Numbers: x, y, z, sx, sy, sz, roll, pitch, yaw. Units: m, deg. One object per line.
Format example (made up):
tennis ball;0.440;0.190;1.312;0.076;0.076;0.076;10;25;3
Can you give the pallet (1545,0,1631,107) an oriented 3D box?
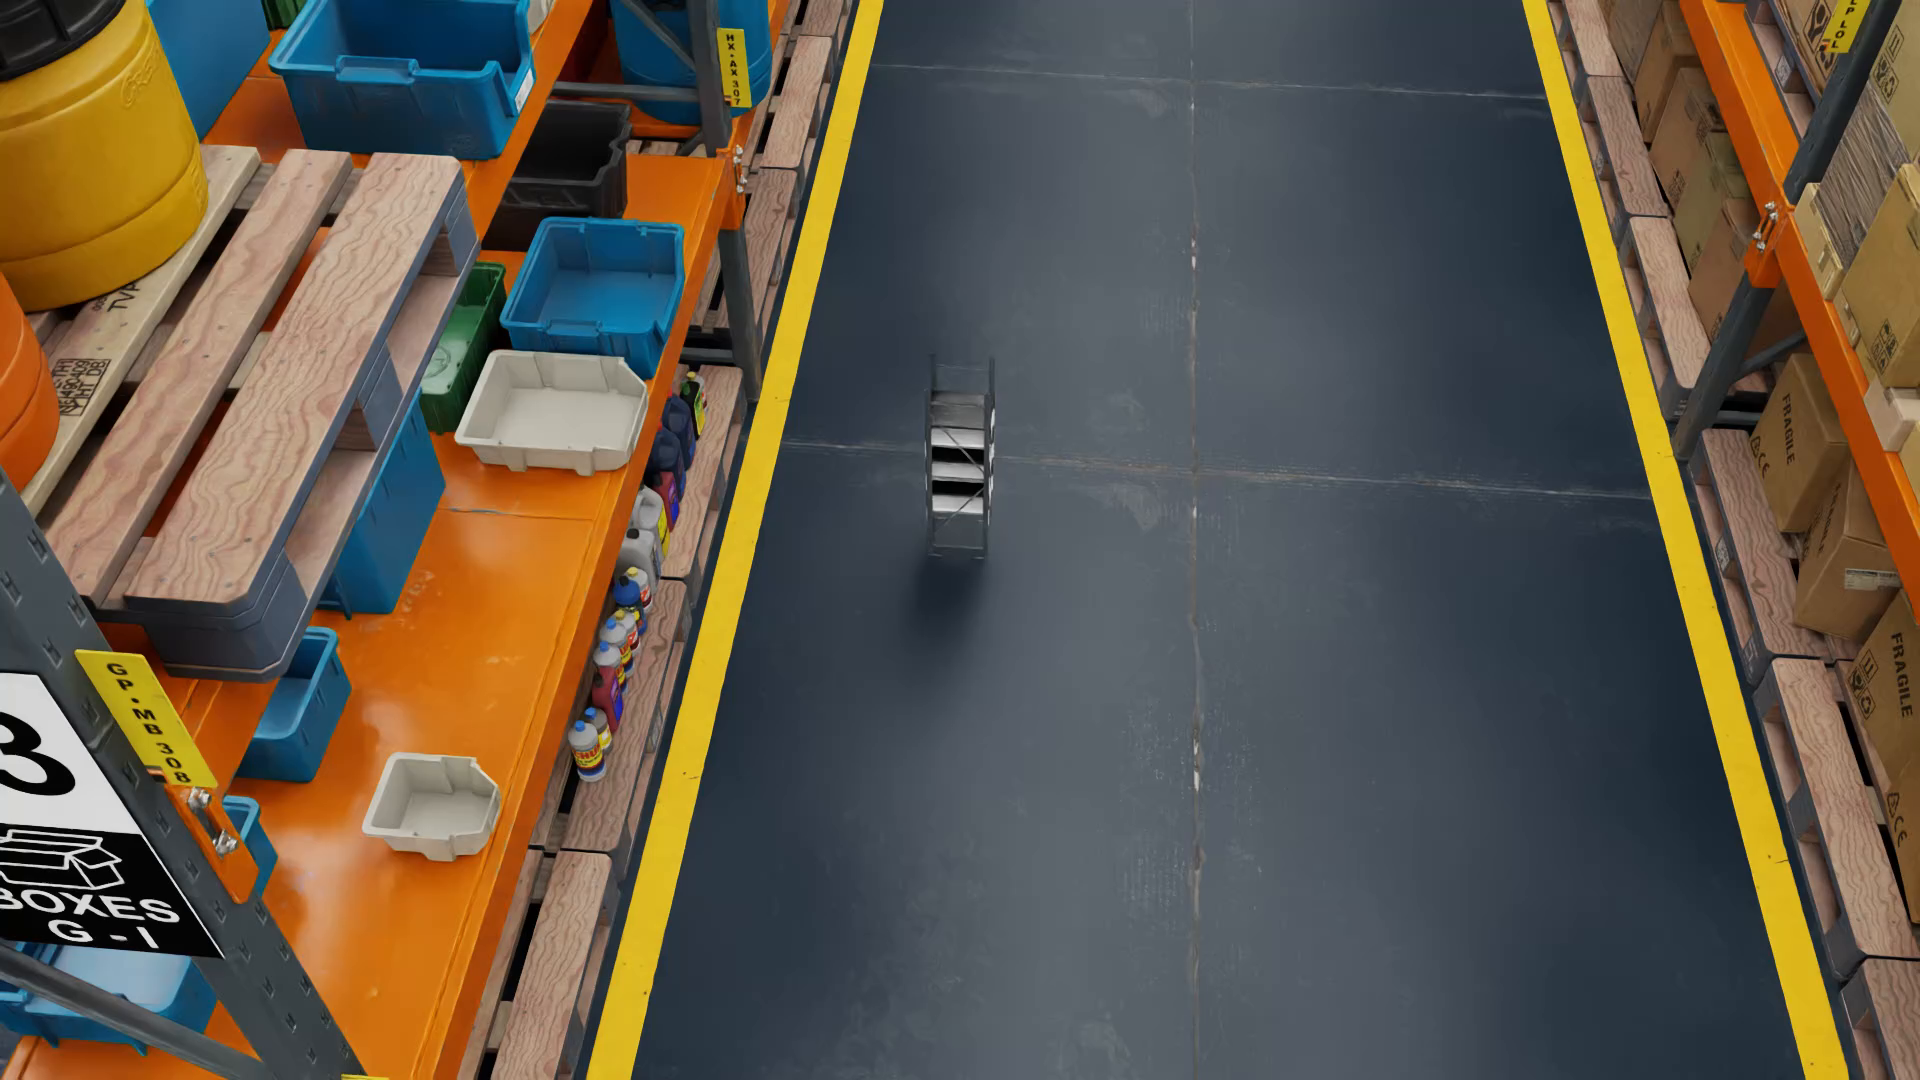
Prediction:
pallet;3.843;-2.786;9.181;1.003;0.211;1.213;4;48;4

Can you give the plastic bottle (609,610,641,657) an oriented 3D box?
plastic bottle;-1.221;0.330;6.039;0.097;0.201;0.097;0;48;0

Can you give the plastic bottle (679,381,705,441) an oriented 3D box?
plastic bottle;-1.096;-0.551;6.790;0.061;0.283;0.133;6;48;5

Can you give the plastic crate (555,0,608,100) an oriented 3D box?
plastic crate;-1.642;-2.093;6.614;0.402;0.464;0.583;4;48;4

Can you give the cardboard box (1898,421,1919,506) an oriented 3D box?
cardboard box;3.143;-0.219;5.114;0.380;0.149;0.250;4;48;4

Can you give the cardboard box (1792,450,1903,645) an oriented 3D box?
cardboard box;3.430;0.052;6.105;0.500;0.500;0.500;18;50;16

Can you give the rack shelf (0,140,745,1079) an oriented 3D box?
rack shelf;-1.563;0.017;5.215;1.077;0.370;4.000;4;48;4

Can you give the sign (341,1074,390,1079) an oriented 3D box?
sign;-1.198;1.191;3.466;0.100;0.325;0.005;4;48;4

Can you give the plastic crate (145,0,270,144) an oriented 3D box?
plastic crate;-1.872;-1.184;3.805;0.392;0.384;0.575;4;48;4

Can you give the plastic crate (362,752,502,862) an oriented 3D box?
plastic crate;-1.344;0.697;4.284;0.298;0.136;0.250;4;48;4

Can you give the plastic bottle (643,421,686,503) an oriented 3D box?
plastic bottle;-1.170;-0.316;6.529;0.144;0.351;0.185;2;48;2

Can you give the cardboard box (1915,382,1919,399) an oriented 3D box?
cardboard box;3.423;-0.431;4.868;0.875;0.500;0.500;4;48;4

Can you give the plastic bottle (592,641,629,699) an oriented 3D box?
plastic bottle;-1.239;0.453;5.879;0.097;0.271;0.097;0;48;0

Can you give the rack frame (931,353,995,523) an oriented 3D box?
rack frame;0.010;-0.384;6.518;0.240;0.900;0.006;4;48;4

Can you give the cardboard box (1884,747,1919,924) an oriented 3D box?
cardboard box;3.357;0.921;5.310;0.500;0.500;0.500;8;48;7

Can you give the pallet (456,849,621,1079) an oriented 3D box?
pallet;-1.706;1.530;5.234;1.003;0.211;1.213;4;48;4

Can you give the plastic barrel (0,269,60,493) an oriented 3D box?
plastic barrel;-1.828;-0.421;2.519;0.600;0.830;0.708;4;48;4

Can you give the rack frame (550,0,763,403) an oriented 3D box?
rack frame;-1.381;-1.695;6.294;1.000;3.000;0.127;4;48;4

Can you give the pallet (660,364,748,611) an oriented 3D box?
pallet;-1.484;-0.263;6.874;1.003;0.211;1.213;4;48;4

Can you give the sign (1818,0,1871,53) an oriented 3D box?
sign;2.998;-1.788;5.594;0.100;0.325;0.005;4;48;4

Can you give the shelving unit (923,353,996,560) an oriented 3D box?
shelving unit;0.001;-0.310;6.449;0.258;0.900;0.210;4;48;4

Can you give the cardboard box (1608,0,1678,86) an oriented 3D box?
cardboard box;3.837;-2.704;8.612;0.700;0.500;0.500;0;48;0

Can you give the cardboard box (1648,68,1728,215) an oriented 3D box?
cardboard box;3.741;-1.877;7.856;0.700;0.500;0.500;0;48;0

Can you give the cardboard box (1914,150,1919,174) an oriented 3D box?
cardboard box;3.213;-1.153;4.850;0.500;0.500;0.500;4;48;4

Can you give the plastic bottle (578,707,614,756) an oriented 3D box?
plastic bottle;-1.261;0.653;5.745;0.097;0.201;0.097;0;48;0

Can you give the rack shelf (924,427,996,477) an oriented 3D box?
rack shelf;0.001;-0.348;6.408;0.258;0.077;0.200;4;48;4

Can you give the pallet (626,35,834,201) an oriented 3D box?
pallet;-1.240;-2.233;8.675;1.003;0.211;1.213;4;48;4

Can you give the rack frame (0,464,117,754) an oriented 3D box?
rack frame;-1.746;-0.781;1.392;1.000;3.000;0.127;4;48;4

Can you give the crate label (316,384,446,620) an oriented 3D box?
crate label;-1.847;-0.139;4.846;0.502;0.435;0.616;4;48;4

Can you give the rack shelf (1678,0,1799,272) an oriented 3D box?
rack shelf;3.733;-2.589;7.599;1.077;0.370;4.000;4;48;4

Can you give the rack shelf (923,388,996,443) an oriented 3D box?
rack shelf;0.001;-0.469;6.275;0.258;0.077;0.200;4;48;4

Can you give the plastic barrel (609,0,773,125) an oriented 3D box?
plastic barrel;-1.044;-2.128;6.350;0.600;0.901;0.708;4;48;4

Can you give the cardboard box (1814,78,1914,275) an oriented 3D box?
cardboard box;3.449;-1.170;5.544;0.875;0.500;0.500;4;48;4

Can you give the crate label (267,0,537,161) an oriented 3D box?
crate label;-1.246;-1.071;3.791;0.502;0.251;0.408;4;48;4

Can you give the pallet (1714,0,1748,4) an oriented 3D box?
pallet;3.776;-2.779;7.415;1.003;0.211;1.213;4;48;4

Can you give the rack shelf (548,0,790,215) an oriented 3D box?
rack shelf;-1.199;-2.922;7.903;1.077;0.370;4.000;4;48;4

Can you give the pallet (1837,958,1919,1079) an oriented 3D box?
pallet;3.303;1.868;4.925;1.003;0.211;1.213;4;48;4

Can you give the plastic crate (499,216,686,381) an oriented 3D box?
plastic crate;-1.212;-0.814;5.588;0.499;0.251;0.616;4;48;4

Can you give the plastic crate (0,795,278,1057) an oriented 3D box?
plastic crate;-1.998;0.906;4.015;0.499;0.251;0.616;4;48;4

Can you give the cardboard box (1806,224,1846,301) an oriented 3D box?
cardboard box;3.196;-0.957;5.789;0.380;0.149;0.250;4;48;4

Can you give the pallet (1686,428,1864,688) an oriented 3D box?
pallet;3.525;0.075;6.564;1.003;0.211;1.213;4;48;4

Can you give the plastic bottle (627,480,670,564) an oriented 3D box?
plastic bottle;-1.200;-0.079;6.312;0.144;0.351;0.185;4;48;3

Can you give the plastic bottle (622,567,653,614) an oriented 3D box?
plastic bottle;-1.202;0.179;6.177;0.097;0.201;0.097;0;48;0

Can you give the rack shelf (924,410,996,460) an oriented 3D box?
rack shelf;0.001;-0.409;6.341;0.258;0.077;0.200;4;48;4

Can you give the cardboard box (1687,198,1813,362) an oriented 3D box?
cardboard box;3.629;-1.117;7.160;0.700;0.500;0.500;1;48;1

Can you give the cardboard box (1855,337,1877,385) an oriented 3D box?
cardboard box;3.188;-0.587;5.450;0.380;0.149;0.250;4;48;4

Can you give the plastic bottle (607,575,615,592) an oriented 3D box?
plastic bottle;-1.325;0.056;6.234;0.061;0.283;0.133;4;48;4

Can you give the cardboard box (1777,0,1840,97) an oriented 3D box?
cardboard box;3.763;-2.281;6.138;1.000;1.000;1.000;4;48;4
